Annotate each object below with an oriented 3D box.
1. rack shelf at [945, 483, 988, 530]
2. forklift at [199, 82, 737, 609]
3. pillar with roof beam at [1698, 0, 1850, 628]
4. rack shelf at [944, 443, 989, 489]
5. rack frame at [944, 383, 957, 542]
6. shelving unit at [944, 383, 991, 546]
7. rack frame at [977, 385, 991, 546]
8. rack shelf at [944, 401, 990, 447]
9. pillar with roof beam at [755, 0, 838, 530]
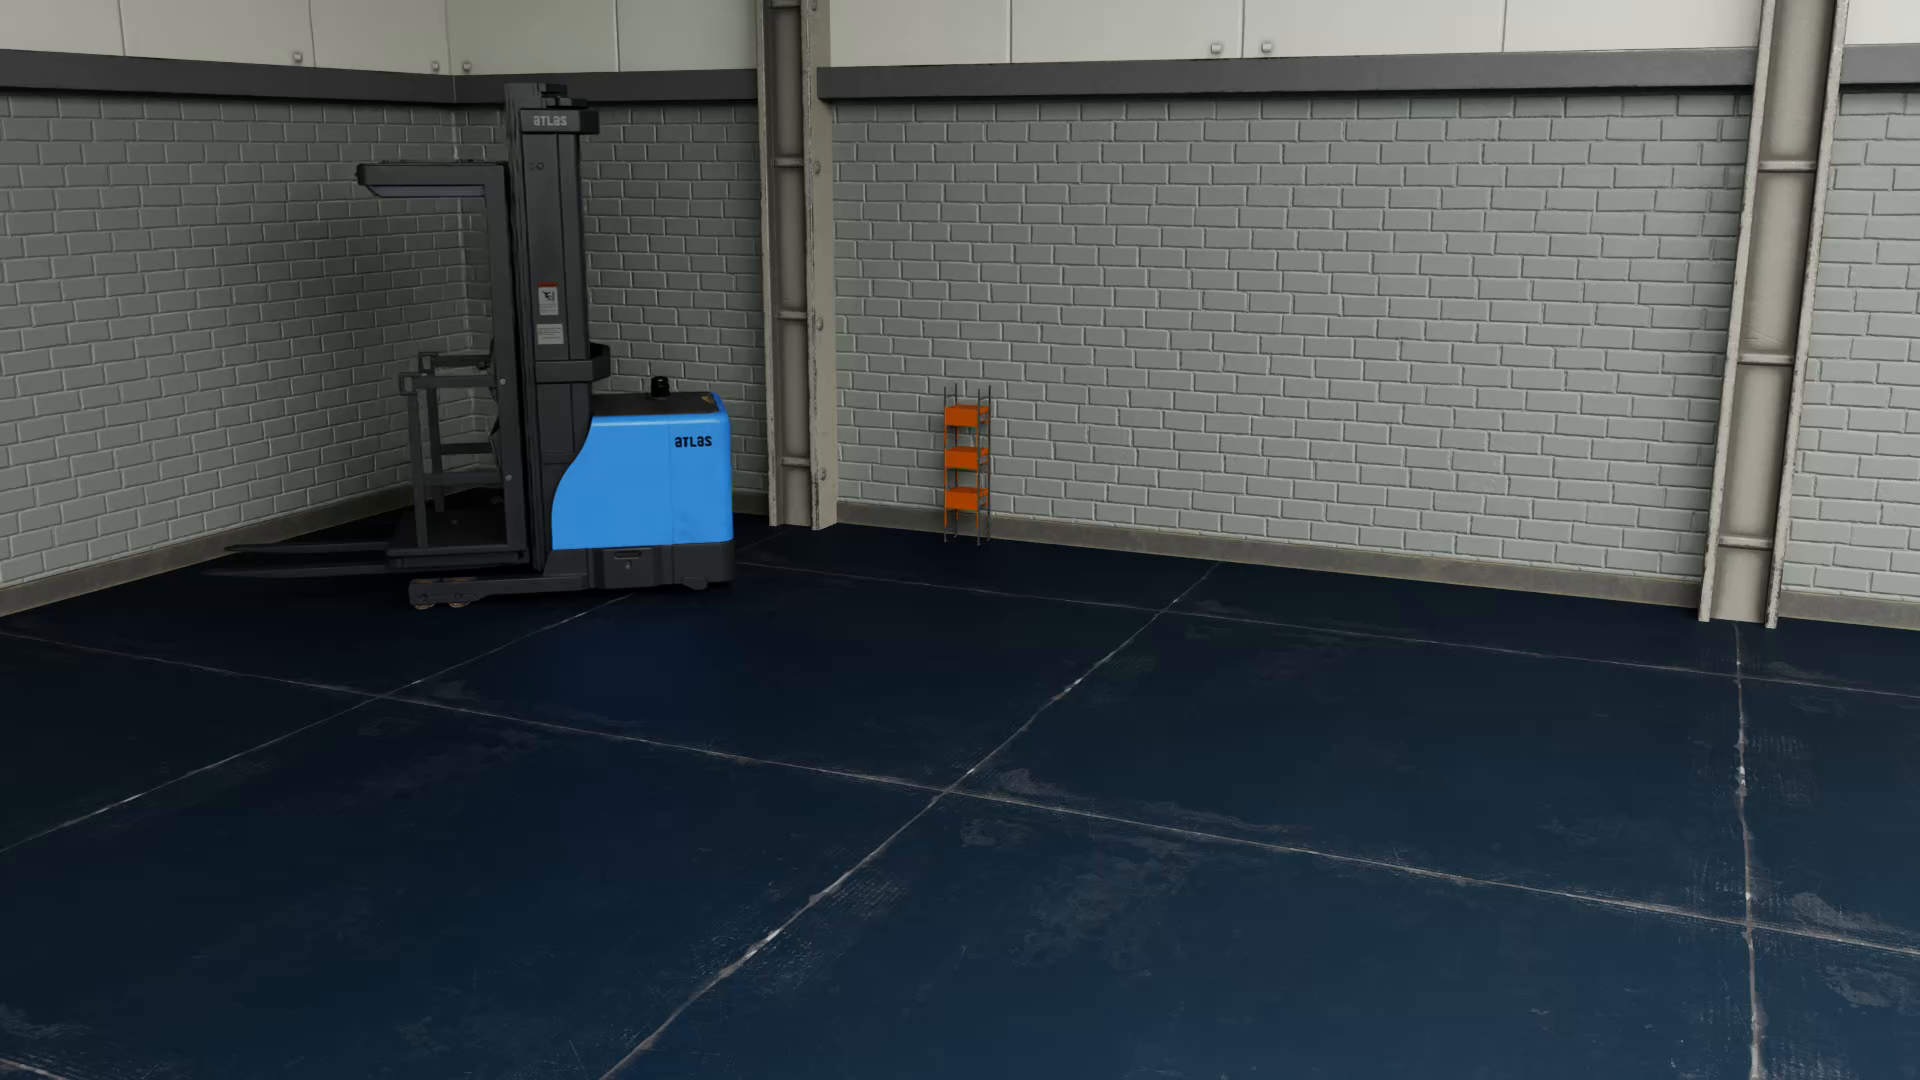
[{"bbox_3d":[0.049,-0.225,11.180,0.240,0.259,0.215,6,14,23],"label":"rack shelf"},{"bbox_3d":[-2.910,-1.160,9.784,3.031,2.935,1.130,-3,13,-11],"label":"forklift"},{"bbox_3d":[2.639,-3.044,4.527,0.400,9.000,9.100,6,14,23],"label":"pillar with roof beam"},{"bbox_3d":[0.049,-0.496,11.116,0.240,0.259,0.215,6,14,23],"label":"rack shelf"},{"bbox_3d":[-0.063,-0.517,11.162,0.008,1.050,0.200,6,14,23],"label":"rack frame"},{"bbox_3d":[0.049,-0.506,11.114,0.252,1.050,0.215,6,14,23],"label":"shelving unit"},{"bbox_3d":[0.160,-0.495,11.066,0.008,1.050,0.200,6,14,23],"label":"rack frame"},{"bbox_3d":[0.049,-0.772,11.051,0.240,0.259,0.215,6,14,23],"label":"rack shelf"},{"bbox_3d":[-2.847,-3.599,6.893,0.400,9.000,9.100,6,14,23],"label":"pillar with roof beam"}]
